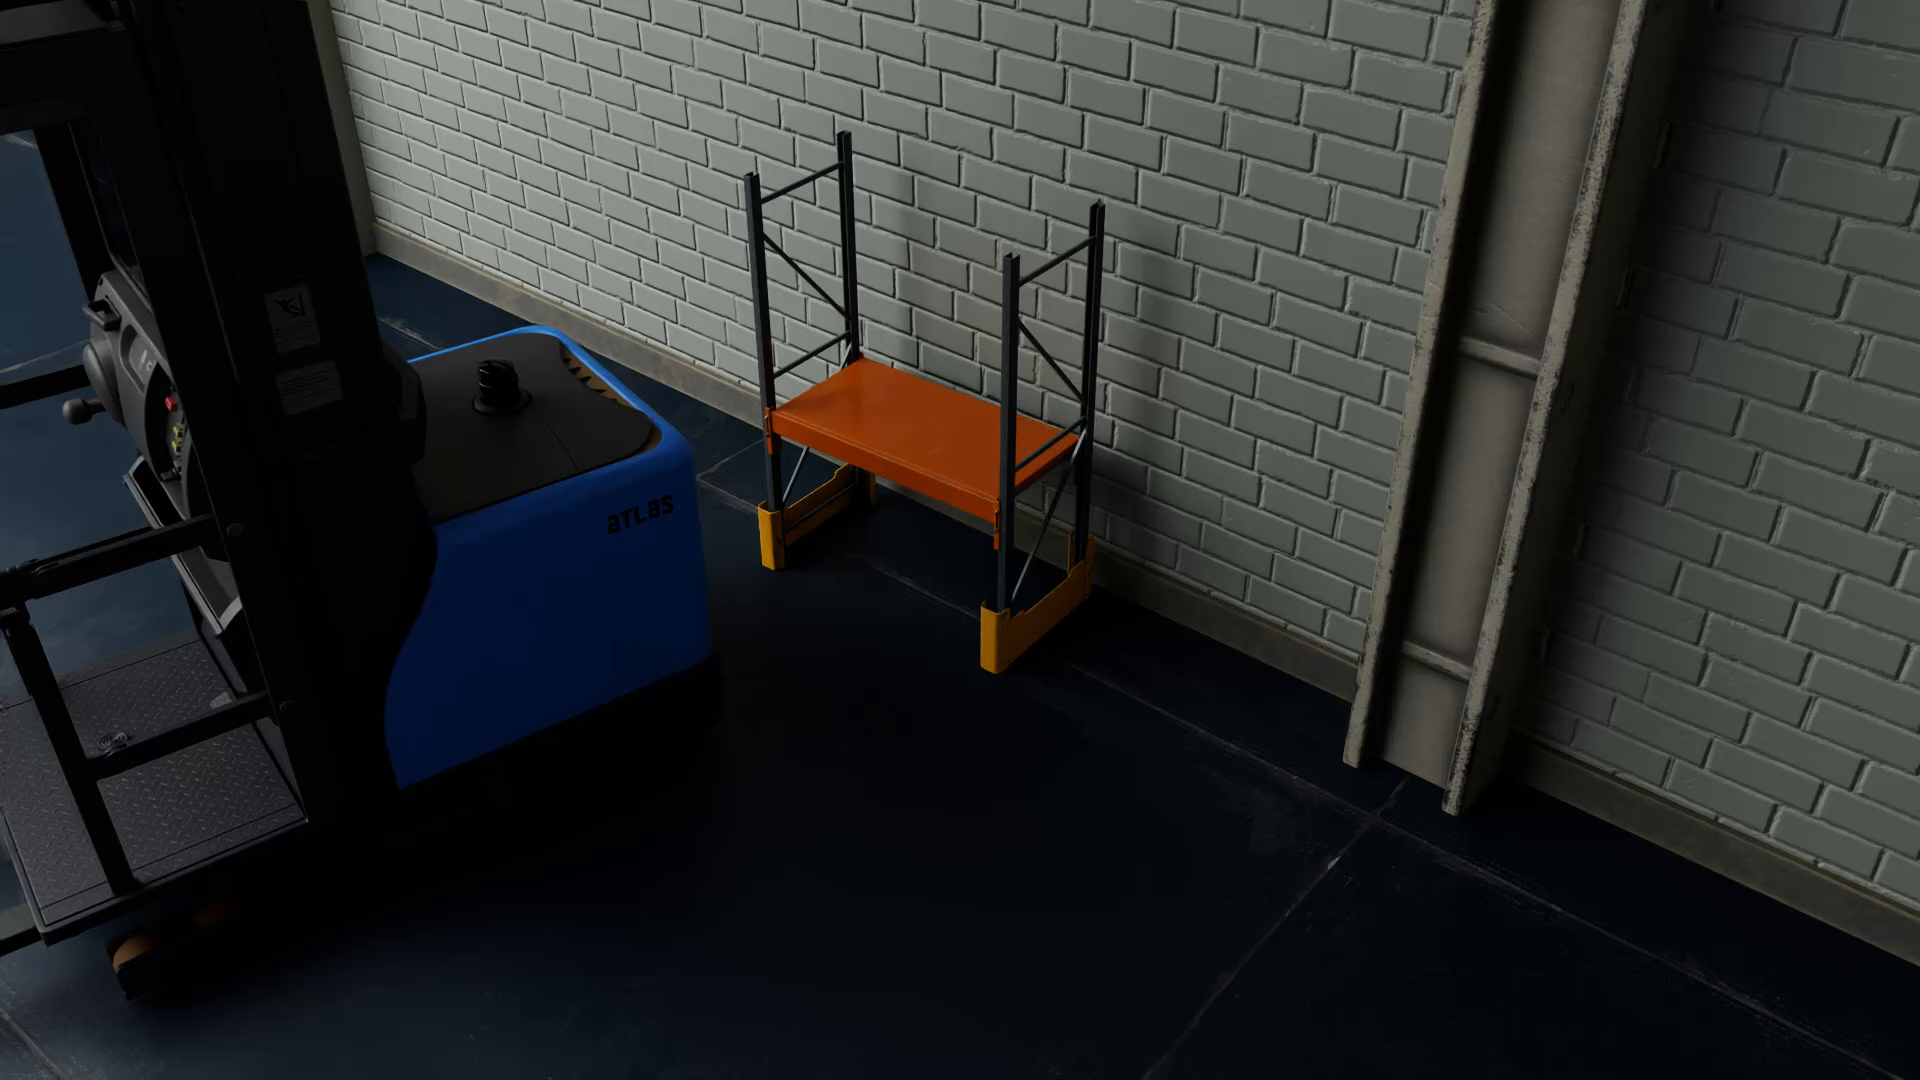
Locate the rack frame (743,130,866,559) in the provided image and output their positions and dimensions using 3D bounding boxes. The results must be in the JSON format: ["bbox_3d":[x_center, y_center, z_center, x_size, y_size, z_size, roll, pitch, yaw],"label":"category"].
[{"bbox_3d":[-0.528,-0.649,5.871,0.032,1.500,0.500,23,41,30],"label":"rack frame"}]

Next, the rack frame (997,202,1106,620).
[{"bbox_3d":[0.285,-0.304,5.367,0.032,1.500,0.500,23,41,30],"label":"rack frame"}]

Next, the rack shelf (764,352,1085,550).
[{"bbox_3d":[-0.121,-0.328,5.721,1.000,0.185,0.538,23,41,30],"label":"rack shelf"}]

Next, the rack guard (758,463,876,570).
[{"bbox_3d":[-0.527,-0.134,6.224,0.087,0.250,0.587,23,41,30],"label":"rack guard"}]

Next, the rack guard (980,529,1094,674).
[{"bbox_3d":[0.270,0.205,5.731,0.087,0.250,0.587,23,41,30],"label":"rack guard"}]

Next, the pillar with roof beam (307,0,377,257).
[{"bbox_3d":[-5.912,-3.309,3.120,0.400,9.000,9.100,25,42,32],"label":"pillar with roof beam"}]

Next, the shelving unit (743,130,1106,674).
[{"bbox_3d":[-0.129,-0.480,5.624,1.083,1.500,0.587,23,41,30],"label":"shelving unit"}]

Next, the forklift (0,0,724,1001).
[{"bbox_3d":[-2.246,-0.328,4.139,3.031,2.935,1.130,-23,40,-29],"label":"forklift"}]
